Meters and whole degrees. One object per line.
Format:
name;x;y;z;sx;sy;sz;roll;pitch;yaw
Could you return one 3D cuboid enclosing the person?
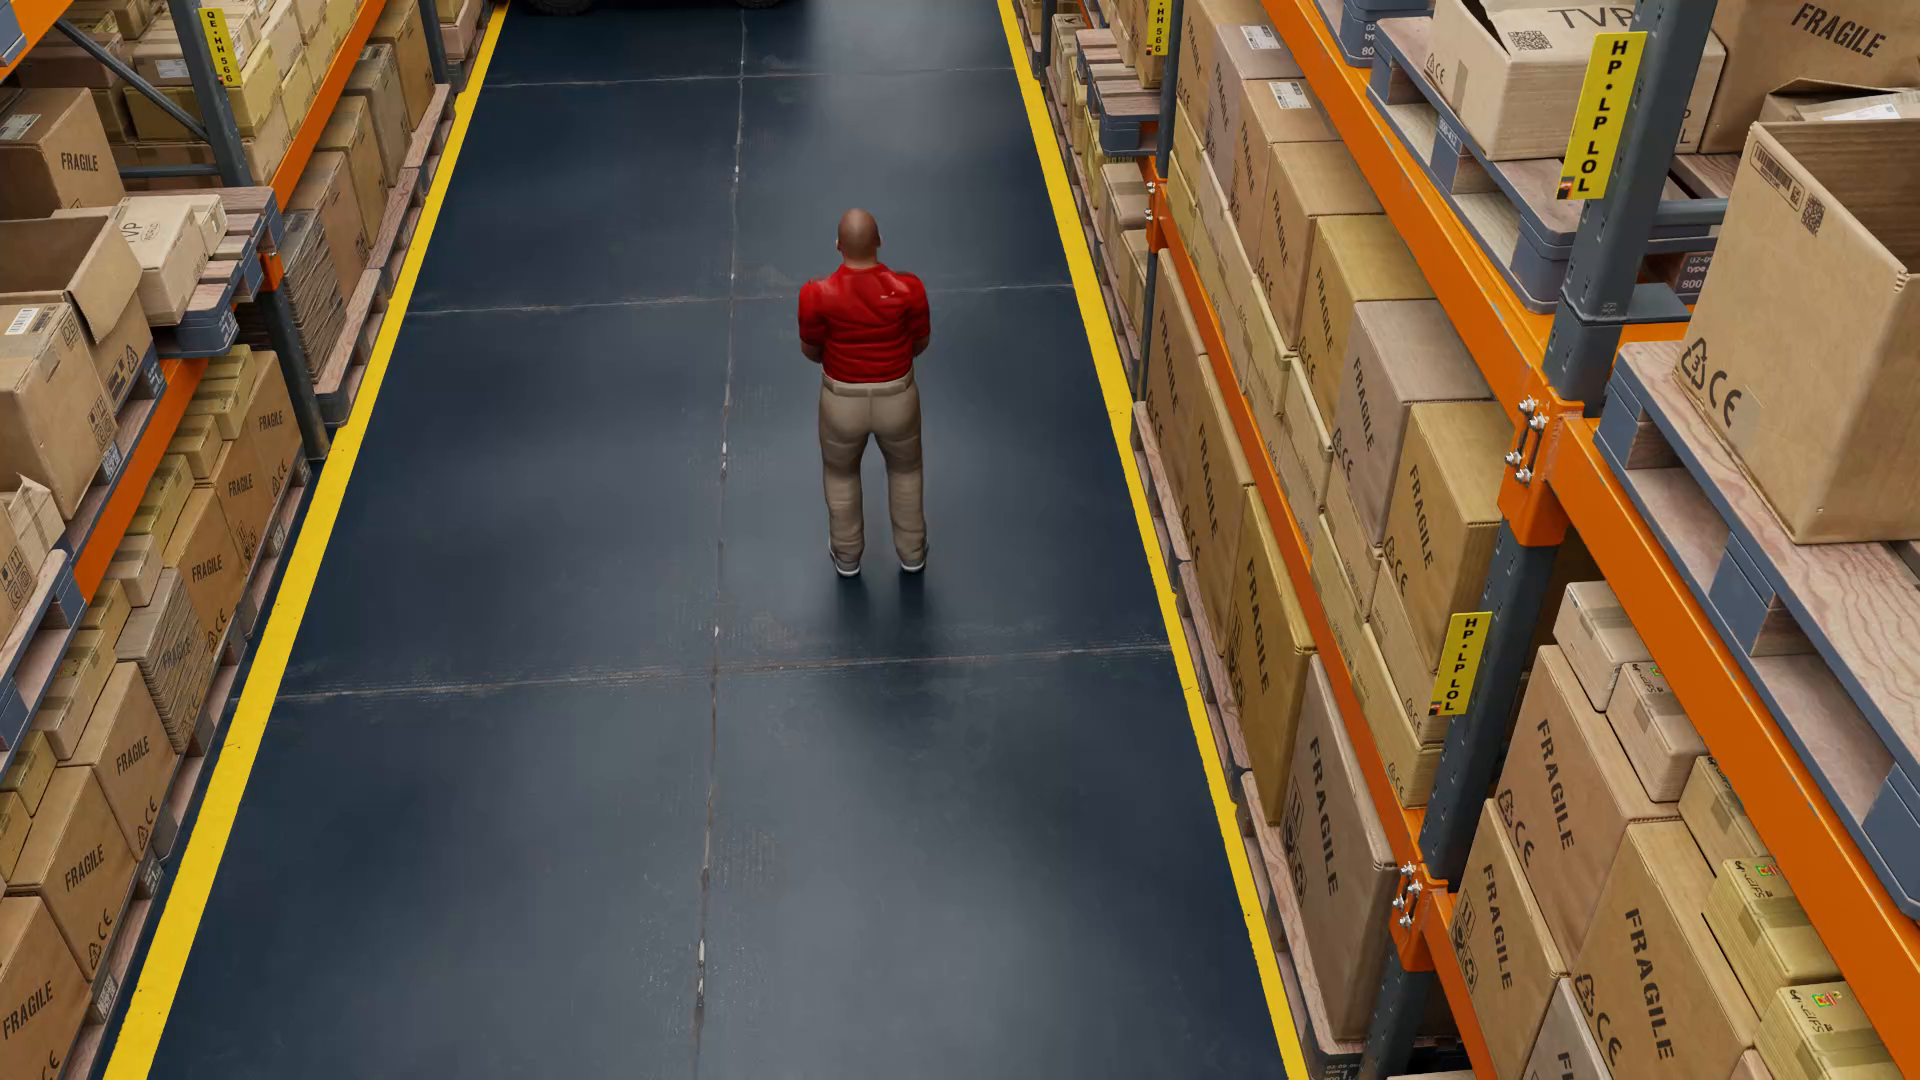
person;-0.389;-0.627;6.939;0.527;1.732;0.496;-3;39;-4
